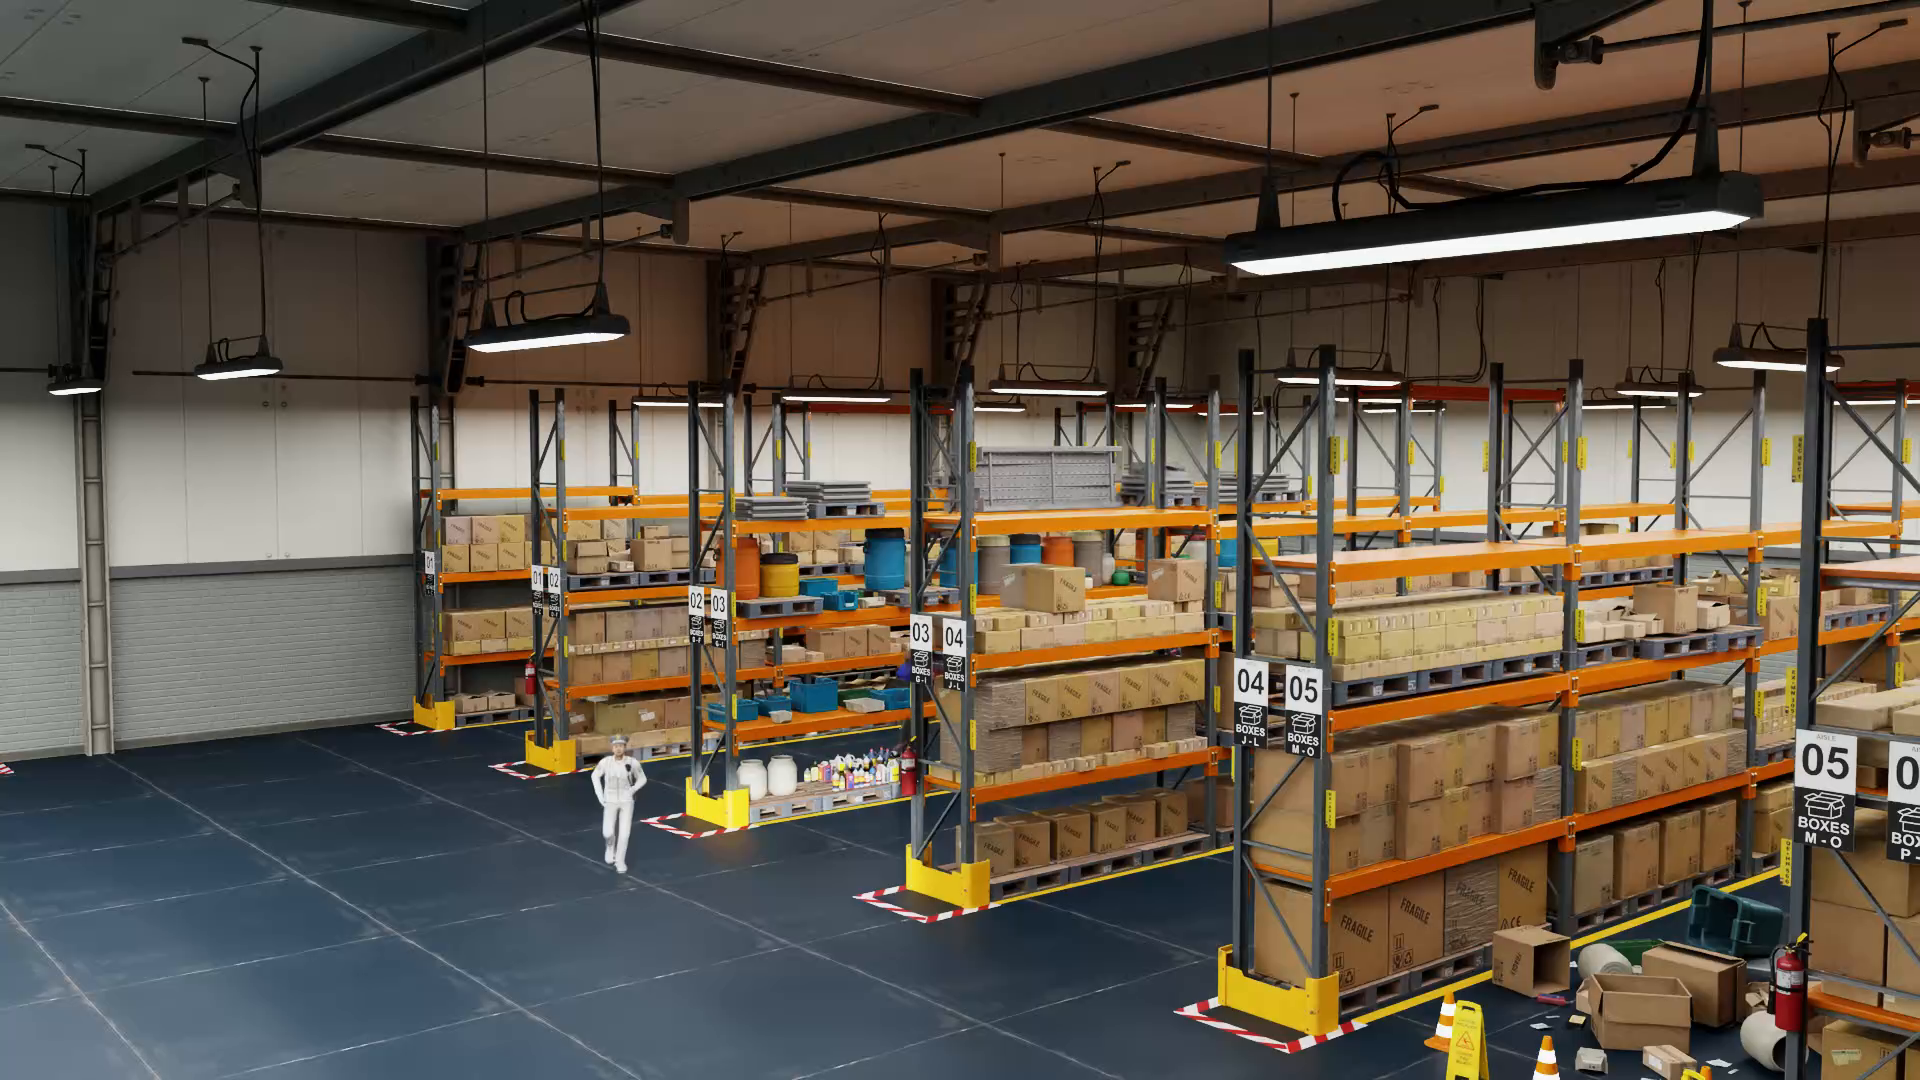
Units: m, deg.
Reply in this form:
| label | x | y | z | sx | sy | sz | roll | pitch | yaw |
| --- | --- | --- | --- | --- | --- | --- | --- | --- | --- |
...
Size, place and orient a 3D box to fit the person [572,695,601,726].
| label | x | y | z | sx | sy | sz | roll | pitch | yaw |
| --- | --- | --- | --- | --- | --- | --- | --- | --- | --- |
| person | -6.385 | 2.601 | 28.531 | 0.686 | 1.846 | 0.799 | 3 | 5 | 44 |

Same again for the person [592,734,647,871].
| label | x | y | z | sx | sy | sz | roll | pitch | yaw |
| --- | --- | --- | --- | --- | --- | --- | --- | --- | --- |
| person | -4.089 | 3.152 | 19.937 | 0.662 | 1.669 | 0.510 | 0 | 3 | -8 |

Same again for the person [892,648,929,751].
| label | x | y | z | sx | sy | sz | roll | pitch | yaw |
| --- | --- | --- | --- | --- | --- | --- | --- | --- | --- |
| person | -0.811 | 2.605 | 27.489 | 0.604 | 1.661 | 0.900 | 3 | 5 | 42 |
